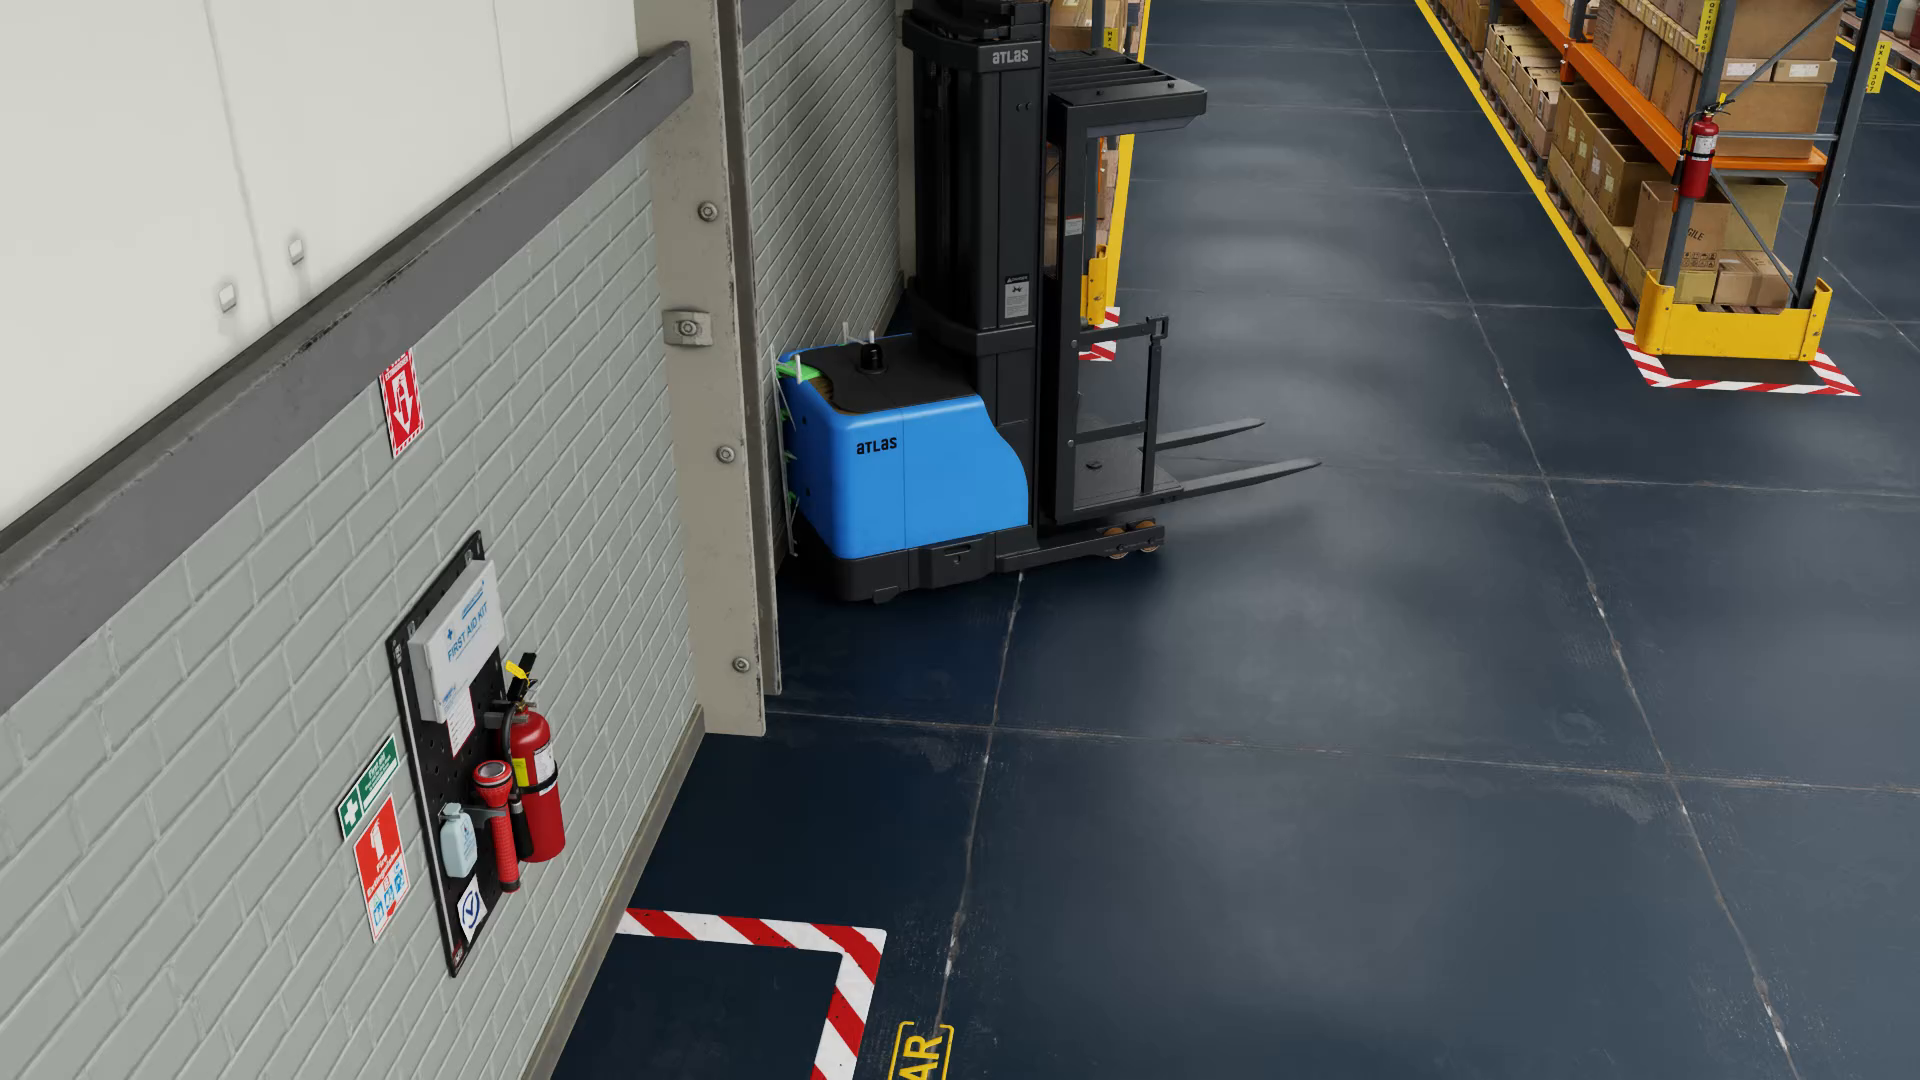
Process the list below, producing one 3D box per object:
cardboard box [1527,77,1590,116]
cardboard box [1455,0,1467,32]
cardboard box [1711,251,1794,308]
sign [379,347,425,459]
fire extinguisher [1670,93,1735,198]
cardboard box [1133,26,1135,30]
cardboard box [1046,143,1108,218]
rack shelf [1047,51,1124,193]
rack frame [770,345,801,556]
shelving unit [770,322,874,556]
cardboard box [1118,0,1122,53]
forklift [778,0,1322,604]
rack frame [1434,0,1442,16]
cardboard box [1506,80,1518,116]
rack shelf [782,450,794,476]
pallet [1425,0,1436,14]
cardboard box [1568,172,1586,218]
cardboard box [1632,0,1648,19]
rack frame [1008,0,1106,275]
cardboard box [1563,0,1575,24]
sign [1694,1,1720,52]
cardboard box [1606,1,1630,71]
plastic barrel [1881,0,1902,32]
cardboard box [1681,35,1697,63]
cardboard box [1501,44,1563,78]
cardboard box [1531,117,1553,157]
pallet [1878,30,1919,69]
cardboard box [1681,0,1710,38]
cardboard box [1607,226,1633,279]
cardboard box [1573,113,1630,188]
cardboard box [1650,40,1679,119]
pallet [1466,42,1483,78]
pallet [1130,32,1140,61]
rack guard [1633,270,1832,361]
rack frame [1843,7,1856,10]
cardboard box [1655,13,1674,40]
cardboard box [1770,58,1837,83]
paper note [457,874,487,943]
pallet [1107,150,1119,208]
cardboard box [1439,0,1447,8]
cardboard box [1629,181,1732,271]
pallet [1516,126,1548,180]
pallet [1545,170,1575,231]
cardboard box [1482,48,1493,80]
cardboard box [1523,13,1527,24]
[{"bbox_3d":[5.711,-4.242,15.826,0.500,0.311,0.500,4,29,8],"label":"cardboard box"},{"bbox_3d":[6.382,-6.489,20.304,0.500,0.500,0.500,2,28,4],"label":"cardboard box"},{"bbox_3d":[5.685,-1.899,12.069,0.500,0.250,0.500,3,28,6],"label":"cardboard box"},{"bbox_3d":[-1.467,-0.388,4.364,0.001,0.298,0.199,3,28,6],"label":"sign"},{"bbox_3d":[4.923,-2.623,11.037,0.296,0.674,0.183,3,28,6],"label":"fire extinguisher"},{"bbox_3d":[1.796,-6.726,20.396,0.750,0.750,0.750,3,28,6],"label":"cardboard box"},{"bbox_3d":[0.865,-2.996,13.820,0.700,0.500,0.500,2,28,3],"label":"cardboard box"},{"bbox_3d":[0.727,-3.596,13.521,1.077,0.370,4.000,3,28,6],"label":"rack shelf"},{"bbox_3d":[-0.874,-0.433,8.778,0.015,1.200,0.240,-24,33,-36],"label":"rack frame"},{"bbox_3d":[-0.694,-0.512,8.922,0.503,1.200,0.258,-24,33,-36],"label":"shelving unit"},{"bbox_3d":[0.978,-3.926,12.722,0.500,0.500,0.500,2,28,5],"label":"cardboard box"},{"bbox_3d":[0.573,-1.406,8.770,3.031,2.935,1.130,-11,30,-20],"label":"forklift"},{"bbox_3d":[6.869,-8.334,21.557,1.000,3.000,0.127,3,28,6],"label":"rack frame"},{"bbox_3d":[5.841,-4.473,16.846,0.500,0.250,0.500,4,29,7],"label":"cardboard box"},{"bbox_3d":[-0.691,-0.455,8.950,0.480,0.148,0.258,-24,33,-36],"label":"rack shelf"},{"bbox_3d":[6.954,-7.429,22.818,1.003,0.211,1.213,3,28,6],"label":"pallet"},{"bbox_3d":[5.398,-2.872,13.874,0.500,0.250,0.500,3,28,6],"label":"cardboard box"},{"bbox_3d":[5.509,-4.176,13.049,0.380,0.149,0.250,3,28,5],"label":"cardboard box"},{"bbox_3d":[0.481,-2.971,11.603,1.000,3.000,0.127,3,28,6],"label":"rack frame"},{"bbox_3d":[5.814,-4.934,15.387,0.396,0.266,0.258,3,28,5],"label":"cardboard box"},{"bbox_3d":[4.861,-3.337,10.812,0.100,0.325,0.005,3,28,6],"label":"sign"},{"bbox_3d":[5.782,-4.154,13.693,0.700,0.500,0.500,3,28,6],"label":"cardboard box"},{"bbox_3d":[11.614,-6.717,20.325,0.600,0.901,0.708,3,28,6],"label":"plastic barrel"},{"bbox_3d":[5.318,-3.449,11.701,0.380,0.149,0.250,3,28,5],"label":"cardboard box"},{"bbox_3d":[5.902,-4.955,17.150,0.500,0.311,0.500,3,28,5],"label":"cardboard box"},{"bbox_3d":[5.652,-3.755,15.513,0.500,0.250,0.500,3,28,6],"label":"cardboard box"},{"bbox_3d":[11.501,-5.880,19.942,1.003,0.211,1.213,3,28,6],"label":"pallet"},{"bbox_3d":[5.534,-3.792,11.653,0.700,0.500,0.500,3,28,5],"label":"cardboard box"},{"bbox_3d":[5.220,-2.165,12.563,0.500,0.250,0.500,3,28,6],"label":"cardboard box"},{"bbox_3d":[5.398,-3.202,13.696,0.500,0.500,0.500,3,28,6],"label":"cardboard box"},{"bbox_3d":[5.594,-3.429,12.347,0.700,0.500,0.500,4,29,7],"label":"cardboard box"},{"bbox_3d":[6.508,-5.573,19.371,1.003,0.211,1.213,3,28,6],"label":"pallet"},{"bbox_3d":[1.633,-5.876,19.935,1.003,0.211,1.213,3,28,6],"label":"pallet"},{"bbox_3d":[5.395,-1.574,11.644,1.175,0.500,0.348,3,28,6],"label":"rack guard"},{"bbox_3d":[11.784,-8.044,21.019,1.000,3.000,0.127,3,28,6],"label":"rack frame"},{"bbox_3d":[5.413,-3.815,12.380,0.380,0.149,0.250,4,29,8],"label":"cardboard box"},{"bbox_3d":[5.660,-3.187,11.214,0.380,0.149,0.250,3,28,6],"label":"cardboard box"},{"bbox_3d":[-1.457,1.101,4.972,0.016,0.148,0.142,3,28,6],"label":"paper note"},{"bbox_3d":[0.924,-3.308,15.169,1.003,0.211,1.213,3,28,6],"label":"pallet"},{"bbox_3d":[6.568,-7.214,21.649,0.500,0.500,0.500,2,28,4],"label":"cardboard box"},{"bbox_3d":[5.169,-2.260,11.947,0.500,0.500,0.500,3,28,6],"label":"cardboard box"},{"bbox_3d":[5.940,-3.690,15.876,1.003,0.211,1.213,3,28,6],"label":"pallet"},{"bbox_3d":[5.749,-2.969,14.538,1.003,0.211,1.213,3,28,6],"label":"pallet"},{"bbox_3d":[6.023,-5.196,18.188,0.500,0.250,0.500,3,28,6],"label":"cardboard box"},{"bbox_3d":[6.776,-5.989,19.375,0.500,0.500,0.500,2,28,4],"label":"cardboard box"}]
